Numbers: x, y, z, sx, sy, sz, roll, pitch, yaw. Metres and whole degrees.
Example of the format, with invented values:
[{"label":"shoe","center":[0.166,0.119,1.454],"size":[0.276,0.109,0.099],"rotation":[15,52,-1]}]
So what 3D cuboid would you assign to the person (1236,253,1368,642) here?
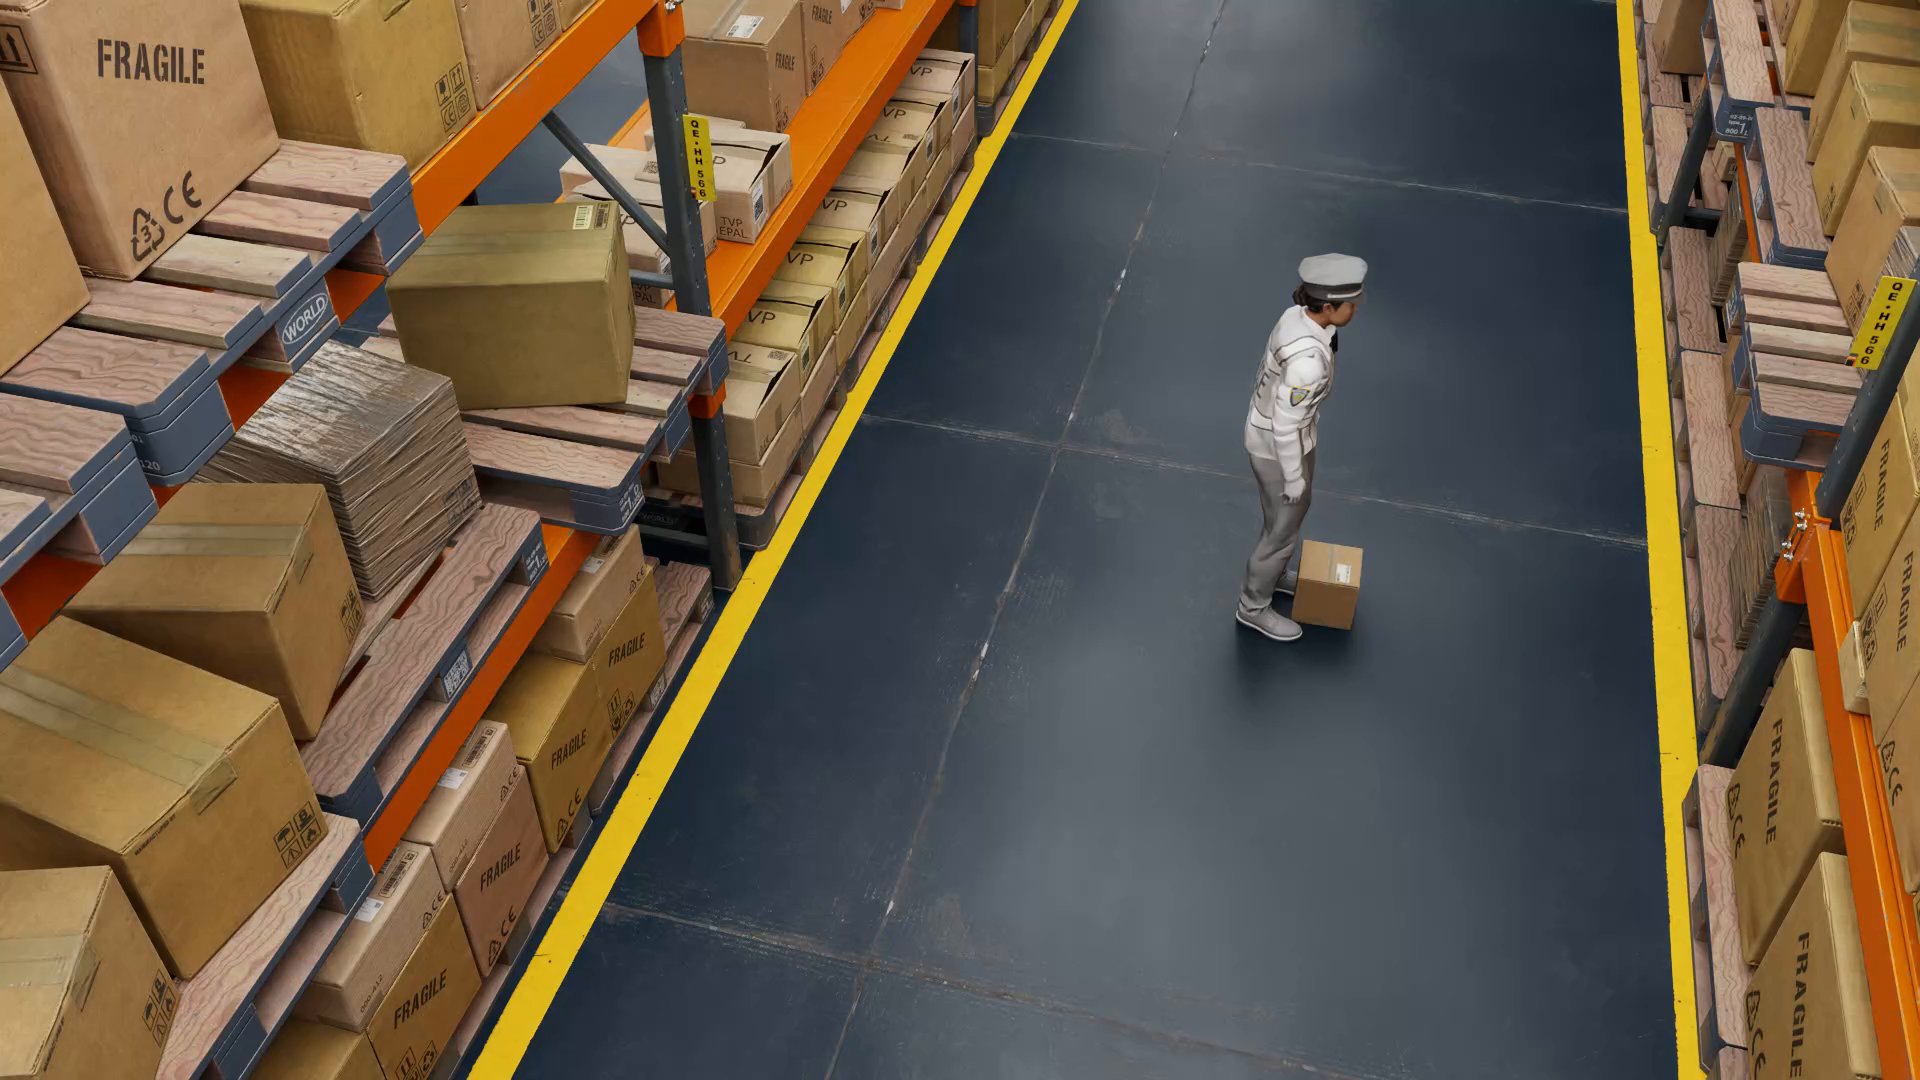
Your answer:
[{"label":"person","center":[1.329,-0.374,6.583],"size":[0.413,1.662,0.524],"rotation":[8,42,10]}]
